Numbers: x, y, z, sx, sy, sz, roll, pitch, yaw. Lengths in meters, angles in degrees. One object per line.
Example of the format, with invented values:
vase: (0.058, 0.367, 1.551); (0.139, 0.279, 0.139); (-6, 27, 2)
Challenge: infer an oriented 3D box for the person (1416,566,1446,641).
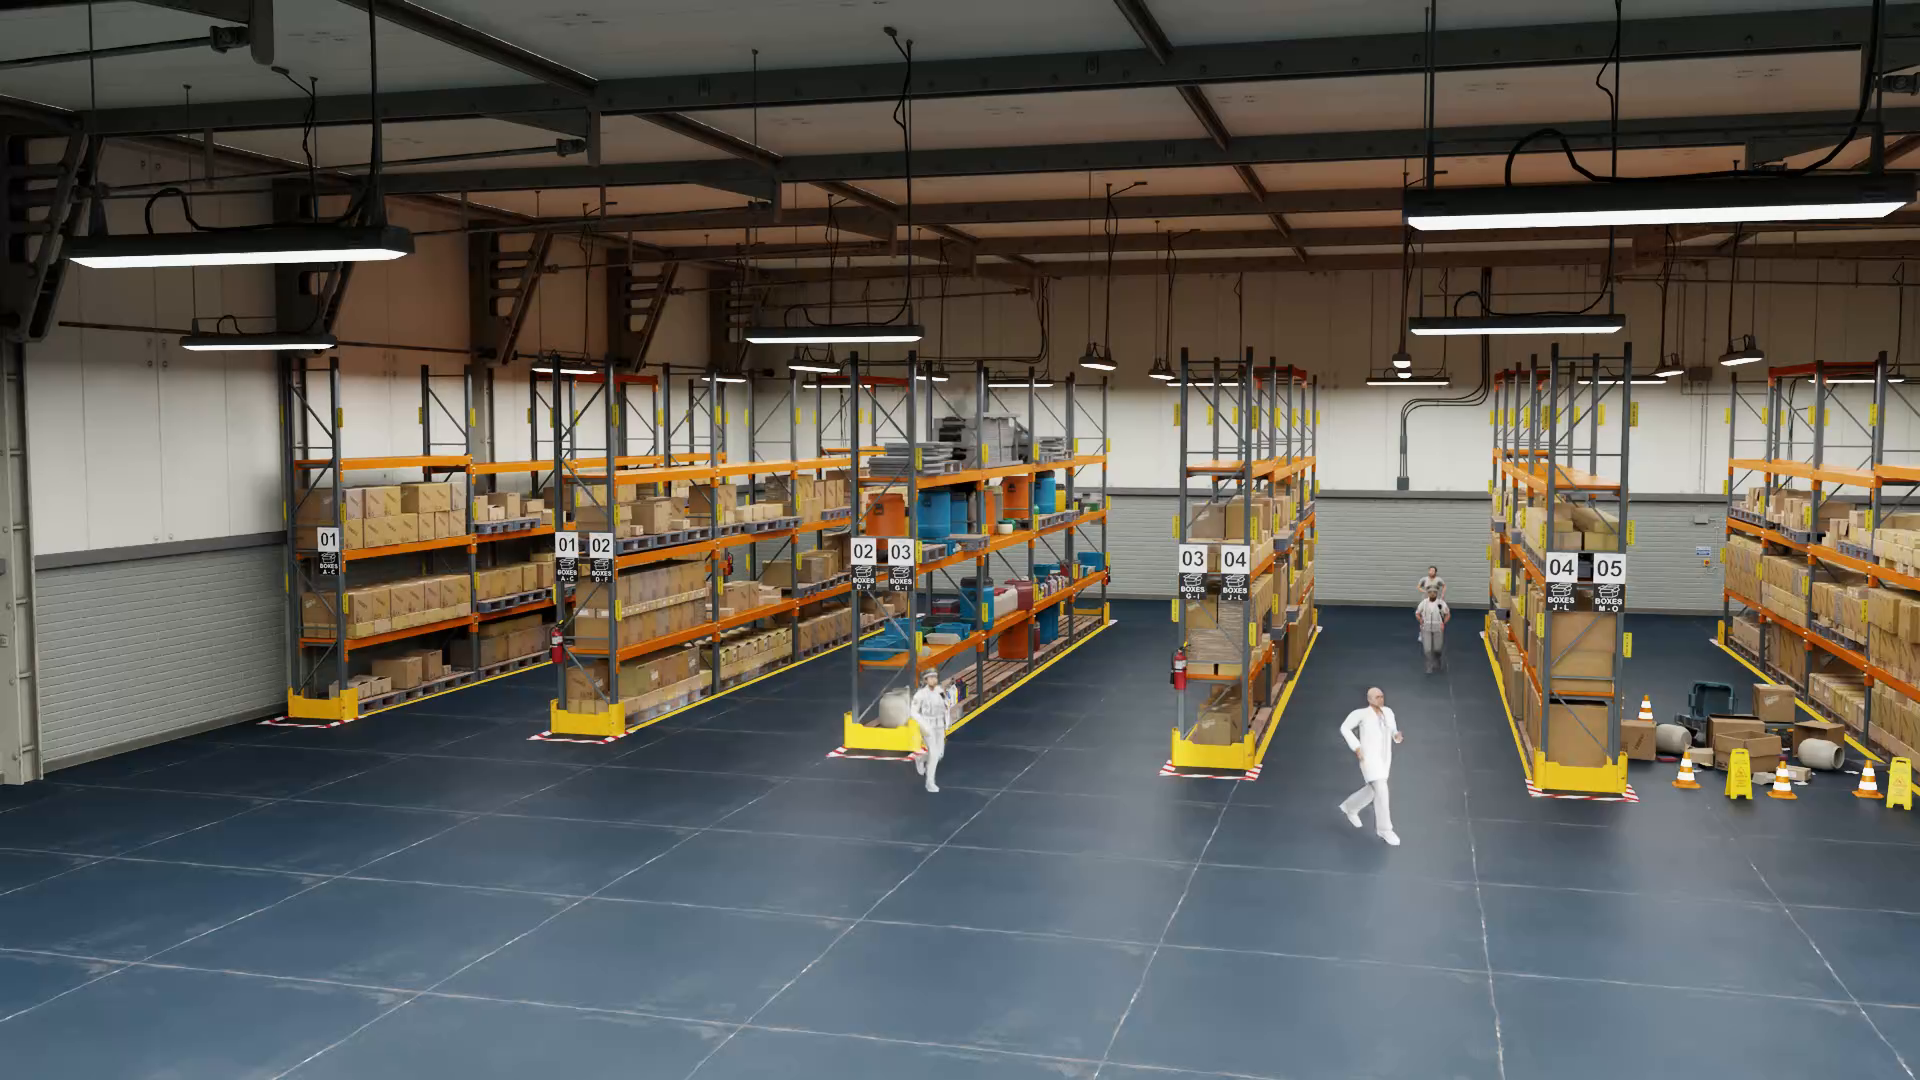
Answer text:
person: (10.630, 1.417, 37.577); (0.604, 1.697, 0.830); (2, 5, 28)

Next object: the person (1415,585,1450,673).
person: (9.242, 1.745, 32.544); (0.658, 1.728, 0.618); (1, 4, 18)

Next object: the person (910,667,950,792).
person: (-0.426, 2.532, 22.475); (0.626, 1.681, 0.601); (-3, 5, -36)

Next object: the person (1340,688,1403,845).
person: (4.949, 2.651, 19.897); (0.686, 1.804, 0.987); (-3, 5, -32)

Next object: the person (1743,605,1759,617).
person: (18.091, 1.422, 37.879); (0.561, 1.567, 0.764); (3, 5, 37)
